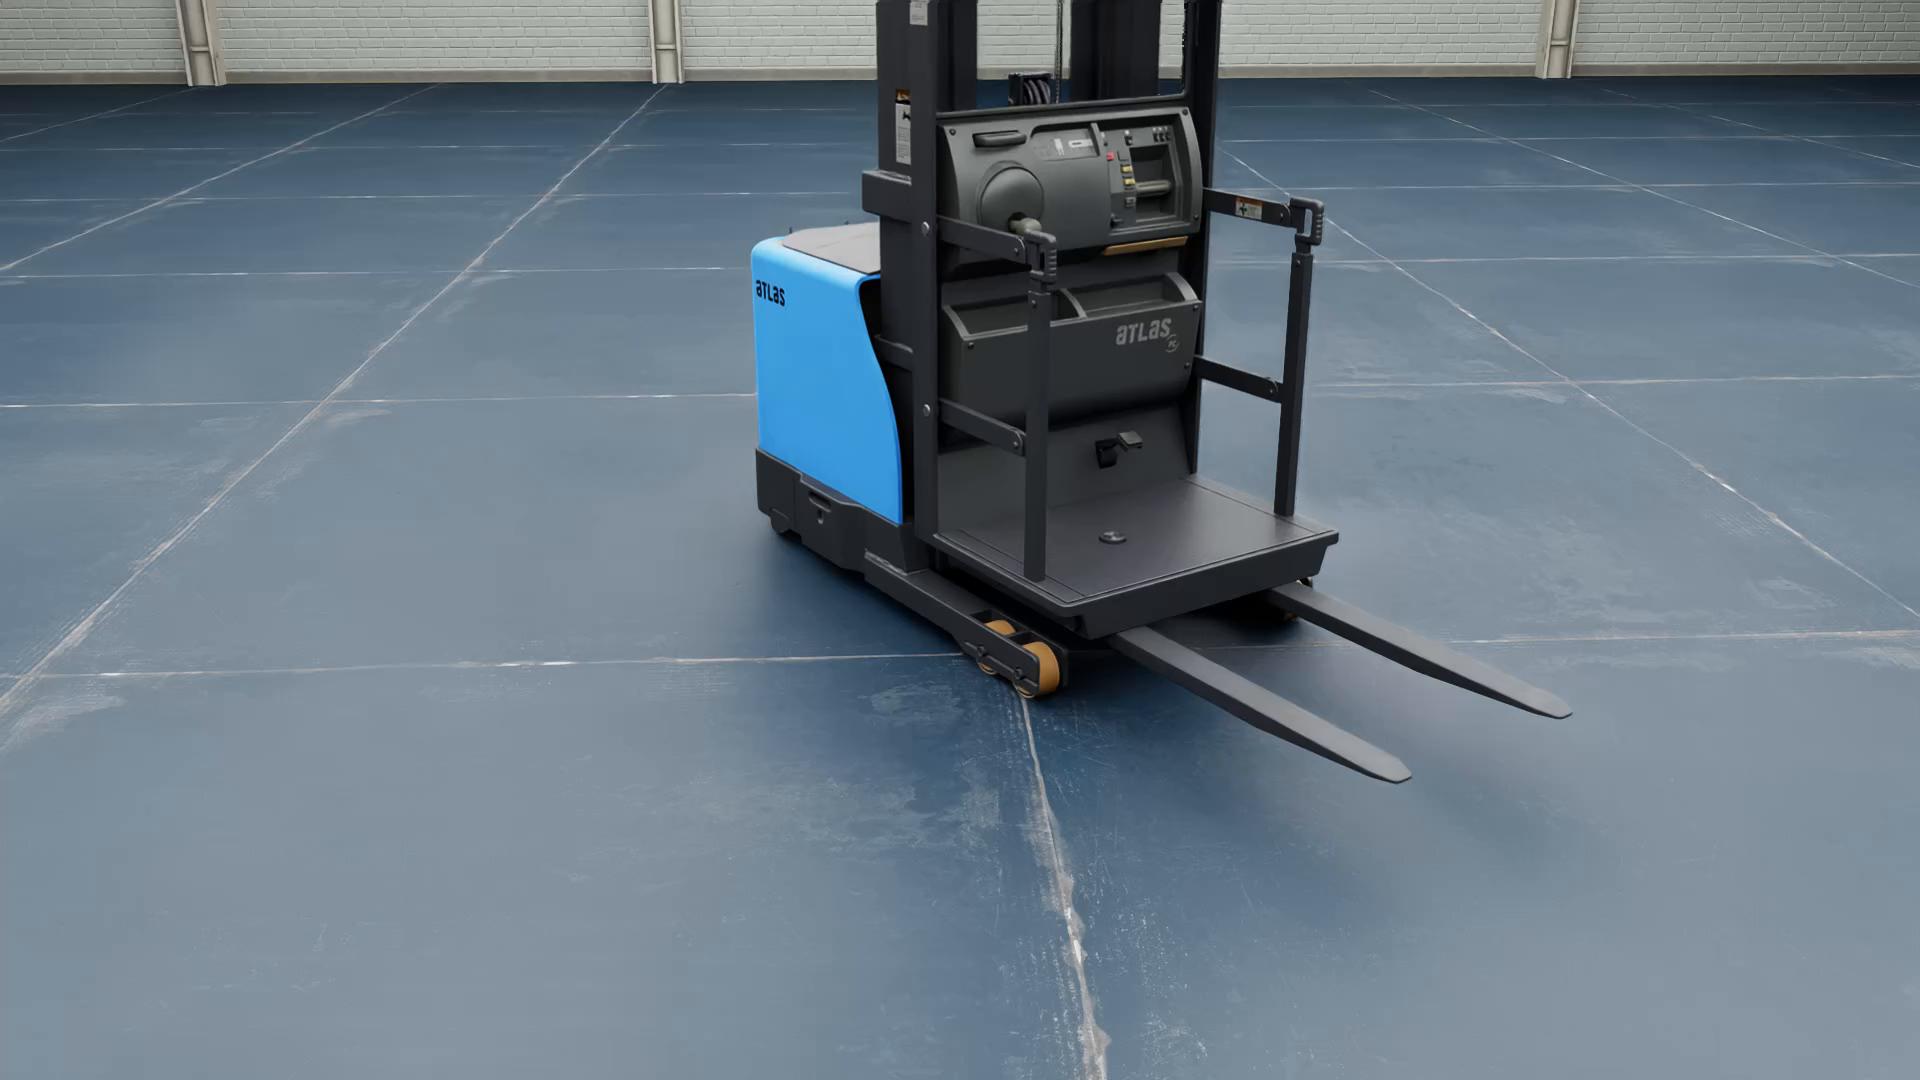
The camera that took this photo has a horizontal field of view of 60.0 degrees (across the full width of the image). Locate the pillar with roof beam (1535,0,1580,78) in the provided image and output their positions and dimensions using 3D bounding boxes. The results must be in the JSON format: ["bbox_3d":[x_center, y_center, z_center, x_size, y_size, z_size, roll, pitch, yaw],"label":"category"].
[{"bbox_3d":[8.353,-9.013,17.148,0.400,9.000,9.100,-1,21,-3],"label":"pillar with roof beam"}]

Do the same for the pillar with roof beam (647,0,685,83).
[{"bbox_3d":[-3.627,-8.769,16.507,0.400,9.000,9.100,-1,21,-3],"label":"pillar with roof beam"}]

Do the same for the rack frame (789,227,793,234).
[{"bbox_3d":[-0.587,-0.663,6.386,0.008,1.050,0.200,-14,25,-32],"label":"rack frame"}]

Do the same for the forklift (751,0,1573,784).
[{"bbox_3d":[0.478,-1.096,4.880,1.130,2.935,3.031,-13,25,-31],"label":"forklift"}]

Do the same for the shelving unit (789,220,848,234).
[{"bbox_3d":[-0.486,-0.687,6.451,0.252,1.050,0.215,-14,25,-32],"label":"shelving unit"}]

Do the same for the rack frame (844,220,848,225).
[{"bbox_3d":[-0.386,-0.712,6.515,0.008,1.050,0.200,-14,25,-32],"label":"rack frame"}]

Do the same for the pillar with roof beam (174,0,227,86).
[{"bbox_3d":[-9.618,-8.648,16.187,0.400,9.000,9.100,-1,21,-3],"label":"pillar with roof beam"}]
